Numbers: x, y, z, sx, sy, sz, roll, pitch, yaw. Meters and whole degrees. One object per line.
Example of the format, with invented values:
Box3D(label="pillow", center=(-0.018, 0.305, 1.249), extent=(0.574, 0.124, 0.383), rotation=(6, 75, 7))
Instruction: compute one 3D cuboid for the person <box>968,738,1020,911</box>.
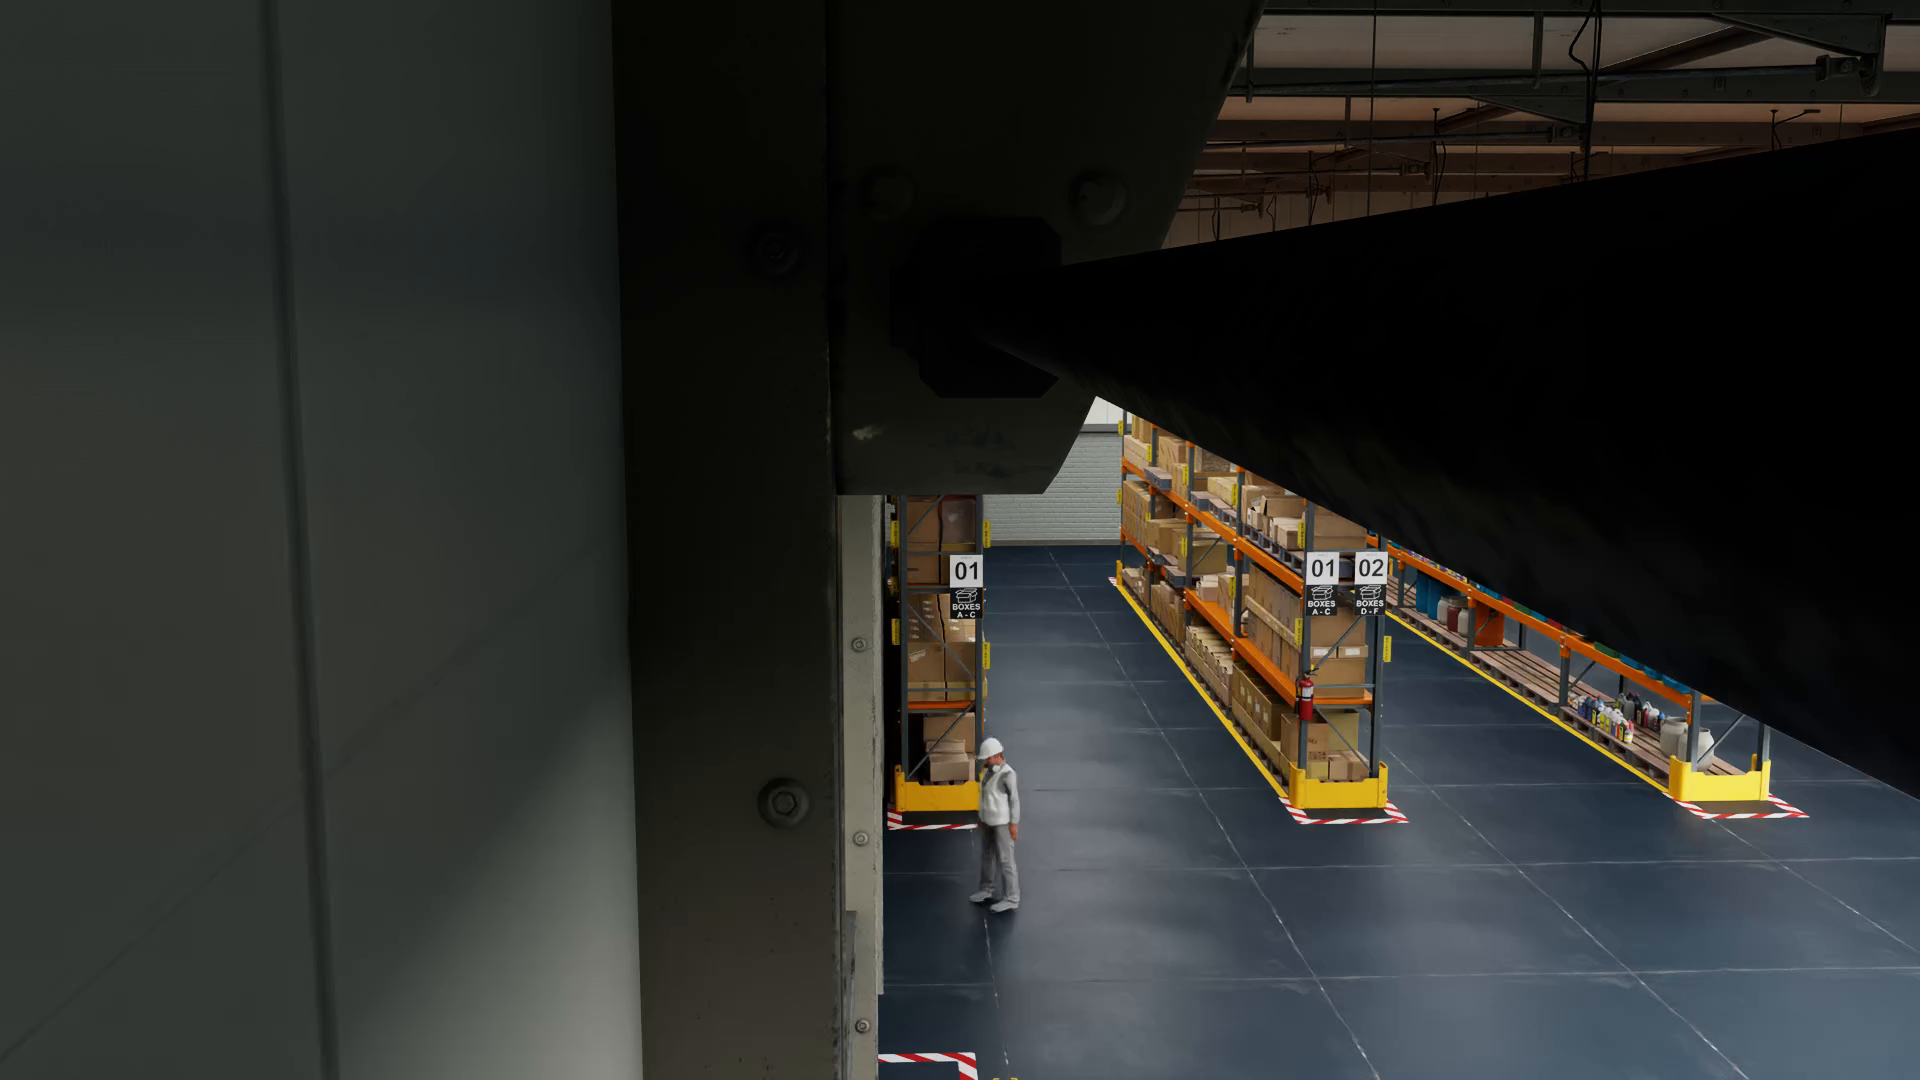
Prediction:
Box3D(label="person", center=(0.348, 2.923, 17.278), extent=(0.438, 1.770, 0.605), rotation=(-5, 10, -31))
